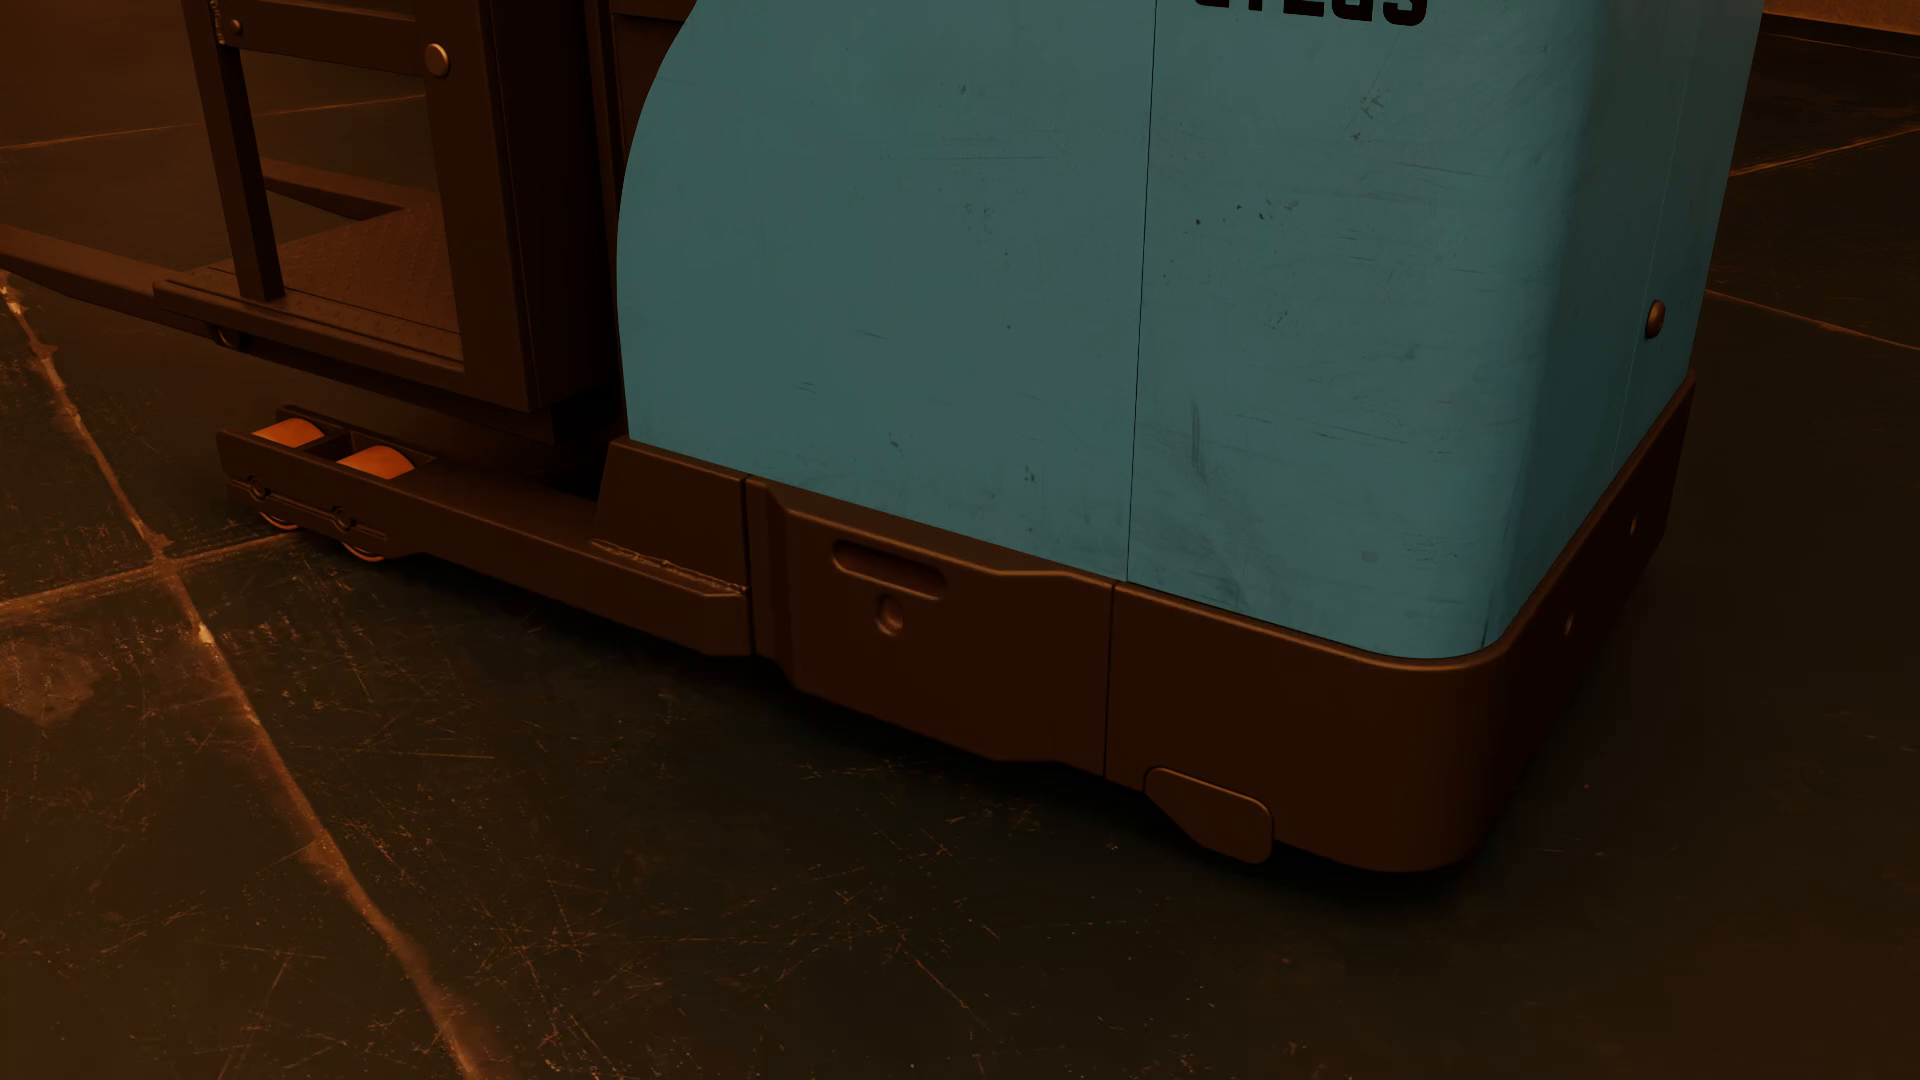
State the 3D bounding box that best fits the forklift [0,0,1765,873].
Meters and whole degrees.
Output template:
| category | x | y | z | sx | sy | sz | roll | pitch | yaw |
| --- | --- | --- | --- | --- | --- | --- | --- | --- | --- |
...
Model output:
| category | x | y | z | sx | sy | sz | roll | pitch | yaw |
| --- | --- | --- | --- | --- | --- | --- | --- | --- | --- |
| forklift | -0.511 | -1.459 | 2.139 | 3.031 | 2.935 | 1.130 | 16 | 31 | 29 |
